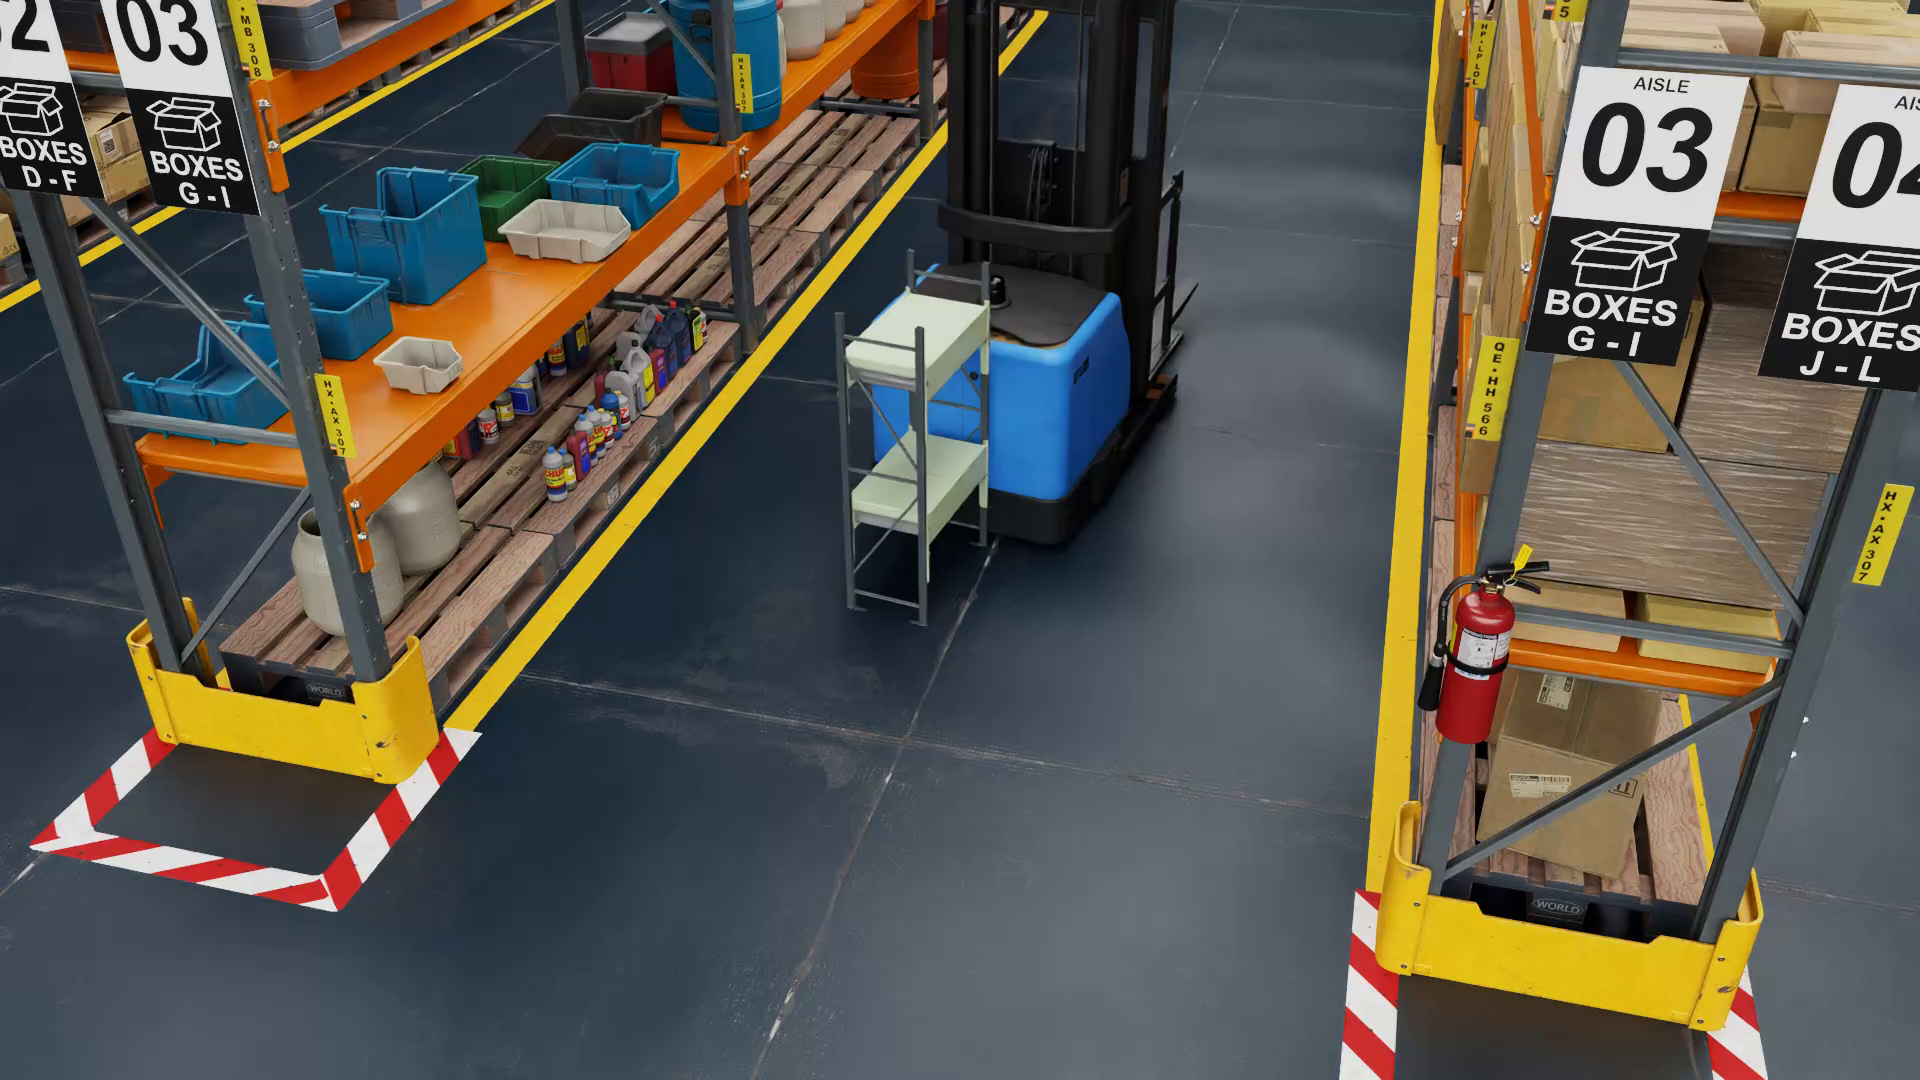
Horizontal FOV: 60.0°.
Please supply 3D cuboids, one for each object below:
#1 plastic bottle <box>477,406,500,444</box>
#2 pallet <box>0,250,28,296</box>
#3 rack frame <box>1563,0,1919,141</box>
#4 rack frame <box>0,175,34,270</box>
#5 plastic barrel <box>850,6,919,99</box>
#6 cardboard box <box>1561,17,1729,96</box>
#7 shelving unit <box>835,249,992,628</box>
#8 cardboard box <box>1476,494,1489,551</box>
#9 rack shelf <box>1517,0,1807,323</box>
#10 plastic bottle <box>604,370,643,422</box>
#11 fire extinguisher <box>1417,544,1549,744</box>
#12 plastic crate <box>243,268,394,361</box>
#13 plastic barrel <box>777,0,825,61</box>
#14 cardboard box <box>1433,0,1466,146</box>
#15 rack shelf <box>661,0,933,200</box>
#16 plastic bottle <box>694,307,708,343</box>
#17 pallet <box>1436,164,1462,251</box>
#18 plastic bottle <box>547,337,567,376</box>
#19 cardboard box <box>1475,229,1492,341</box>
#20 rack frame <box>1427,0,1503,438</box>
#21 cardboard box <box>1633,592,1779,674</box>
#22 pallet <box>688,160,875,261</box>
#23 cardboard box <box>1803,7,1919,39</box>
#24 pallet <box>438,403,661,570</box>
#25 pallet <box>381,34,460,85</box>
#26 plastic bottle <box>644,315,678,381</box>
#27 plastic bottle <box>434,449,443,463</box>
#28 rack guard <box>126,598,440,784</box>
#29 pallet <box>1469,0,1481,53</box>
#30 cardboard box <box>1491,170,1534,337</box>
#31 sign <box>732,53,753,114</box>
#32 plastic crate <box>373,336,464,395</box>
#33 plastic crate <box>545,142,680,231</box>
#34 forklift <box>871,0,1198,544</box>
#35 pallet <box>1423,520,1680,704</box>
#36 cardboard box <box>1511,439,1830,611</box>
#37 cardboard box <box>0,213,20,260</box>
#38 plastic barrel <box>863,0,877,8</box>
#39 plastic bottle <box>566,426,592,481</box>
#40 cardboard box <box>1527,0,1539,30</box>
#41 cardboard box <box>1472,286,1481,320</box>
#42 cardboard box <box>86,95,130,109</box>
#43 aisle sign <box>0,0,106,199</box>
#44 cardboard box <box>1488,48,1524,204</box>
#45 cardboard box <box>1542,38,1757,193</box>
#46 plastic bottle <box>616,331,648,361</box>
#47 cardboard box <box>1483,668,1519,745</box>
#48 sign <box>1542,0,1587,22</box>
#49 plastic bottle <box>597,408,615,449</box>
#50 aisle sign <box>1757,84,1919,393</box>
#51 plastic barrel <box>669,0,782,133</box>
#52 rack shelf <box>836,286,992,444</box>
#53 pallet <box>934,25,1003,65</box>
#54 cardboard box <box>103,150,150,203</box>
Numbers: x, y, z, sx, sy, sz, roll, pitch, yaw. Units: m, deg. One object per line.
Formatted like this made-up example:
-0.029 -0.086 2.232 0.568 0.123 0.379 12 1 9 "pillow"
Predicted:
-2.445 -0.606 8.606 0.097 0.201 0.097 0 32 0 "plastic bottle"
-6.756 -1.565 10.515 1.003 0.211 1.213 8 33 12 "pallet"
2.052 -2.254 3.408 1.000 3.000 0.127 8 33 12 "rack frame"
-6.514 -3.149 10.407 1.000 3.000 0.127 8 33 12 "rack frame"
-0.601 -4.066 13.481 0.600 0.830 0.708 8 33 12 "plastic barrel"
1.821 -1.280 4.440 0.380 0.149 0.250 8 33 12 "cardboard box"
-0.193 -0.458 7.572 0.431 1.500 0.755 13 35 19 "shelving unit"
2.003 -0.059 5.781 0.380 0.149 0.250 8 33 12 "cardboard box"
2.560 -1.723 6.039 1.077 0.370 4.000 8 33 12 "rack shelf"
-1.784 -0.784 8.817 0.152 0.276 0.135 9 33 13 "plastic bottle"
1.578 0.307 5.044 0.296 0.674 0.183 8 33 12 "fire extinguisher"
-2.731 -0.971 7.120 0.499 0.251 0.408 8 33 12 "plastic crate"
-1.082 -3.377 10.640 0.433 0.535 0.433 0 32 0 "plastic barrel"
4.278 -3.510 12.564 1.225 0.875 0.875 7 33 10 "cardboard box"
-1.216 -3.207 11.169 1.077 0.370 4.000 8 33 12 "rack shelf"
-1.514 -1.247 9.613 0.097 0.201 0.097 0 32 0 "plastic bottle"
3.883 -2.292 11.659 1.003 0.211 1.213 8 33 12 "pallet"
-2.250 -1.053 9.243 0.097 0.271 0.097 0 32 0 "plastic bottle"
2.536 -0.959 6.593 0.875 0.500 0.500 8 33 12 "cardboard box"
3.067 -1.798 8.283 1.000 3.000 0.127 8 33 12 "rack frame"
2.355 0.268 5.267 0.380 0.149 0.250 8 33 12 "cardboard box"
-1.254 -2.344 11.740 1.003 0.211 1.213 8 33 12 "pallet"
2.505 -1.326 4.512 0.380 0.149 0.250 9 33 13 "cardboard box"
-2.242 -0.318 8.553 1.003 0.211 1.213 8 33 12 "pallet"
-5.272 -4.430 15.022 1.003 0.211 1.213 8 33 12 "pallet"
-1.657 -1.067 9.192 0.144 0.351 0.185 6 33 10 "plastic bottle"
-2.684 -0.512 8.382 0.061 0.283 0.133 9 33 14 "plastic bottle"
-2.765 0.612 6.821 1.175 0.500 0.348 8 33 12 "rack guard"
4.005 -3.409 10.995 1.213 0.211 1.003 8 33 12 "pallet"
2.074 -0.892 5.554 0.500 0.500 0.500 8 33 12 "cardboard box"
-1.194 -2.509 9.143 0.100 0.325 0.005 8 33 12 "sign"
-2.200 -0.706 6.811 0.298 0.136 0.250 8 33 12 "plastic crate"
-1.742 -1.799 8.422 0.499 0.251 0.616 8 33 12 "plastic crate"
0.593 -1.997 8.660 1.130 2.935 3.031 13 35 19 "forklift"
2.624 0.367 7.476 1.003 0.211 1.213 8 33 12 "pallet"
2.218 -0.172 5.354 0.875 0.500 0.500 8 33 12 "cardboard box"
-6.420 -1.895 10.607 0.500 0.250 0.500 8 33 12 "cardboard box"
-0.763 -4.033 11.693 0.421 0.512 0.421 0 32 0 "plastic barrel"
-1.902 -0.450 8.283 0.061 0.283 0.133 9 33 13 "plastic bottle"
2.314 -1.996 5.938 0.500 0.250 0.500 7 33 12 "cardboard box"
2.429 -0.970 7.214 0.380 0.149 0.250 8 33 12 "cardboard box"
-5.906 -3.111 11.996 0.500 0.311 0.500 7 33 11 "cardboard box"
-3.044 -1.497 5.386 0.394 0.787 0.004 8 33 12 "aisle sign"
2.454 -1.670 6.779 0.500 0.500 0.500 8 33 12 "cardboard box"
1.929 -1.210 4.701 0.500 0.250 0.500 9 33 14 "cardboard box"
-1.806 -1.043 9.223 0.152 0.276 0.135 8 33 12 "plastic bottle"
2.346 0.518 6.577 0.500 0.500 0.500 17 36 25 "cardboard box"
1.521 -1.448 4.111 0.100 0.325 0.005 8 33 12 "sign"
-1.839 -0.581 8.567 0.097 0.201 0.097 0 32 0 "plastic bottle"
2.327 -0.747 4.205 0.394 0.787 0.004 8 33 12 "aisle sign"
-1.332 -2.843 9.460 0.600 0.901 0.708 8 33 12 "plastic barrel"
-0.193 -0.787 7.363 0.431 0.370 0.720 13 35 19 "rack shelf"
-0.237 -4.418 15.002 1.003 0.211 1.213 8 33 12 "pallet"
-6.041 -2.607 11.726 0.500 0.250 0.500 9 33 14 "cardboard box"
